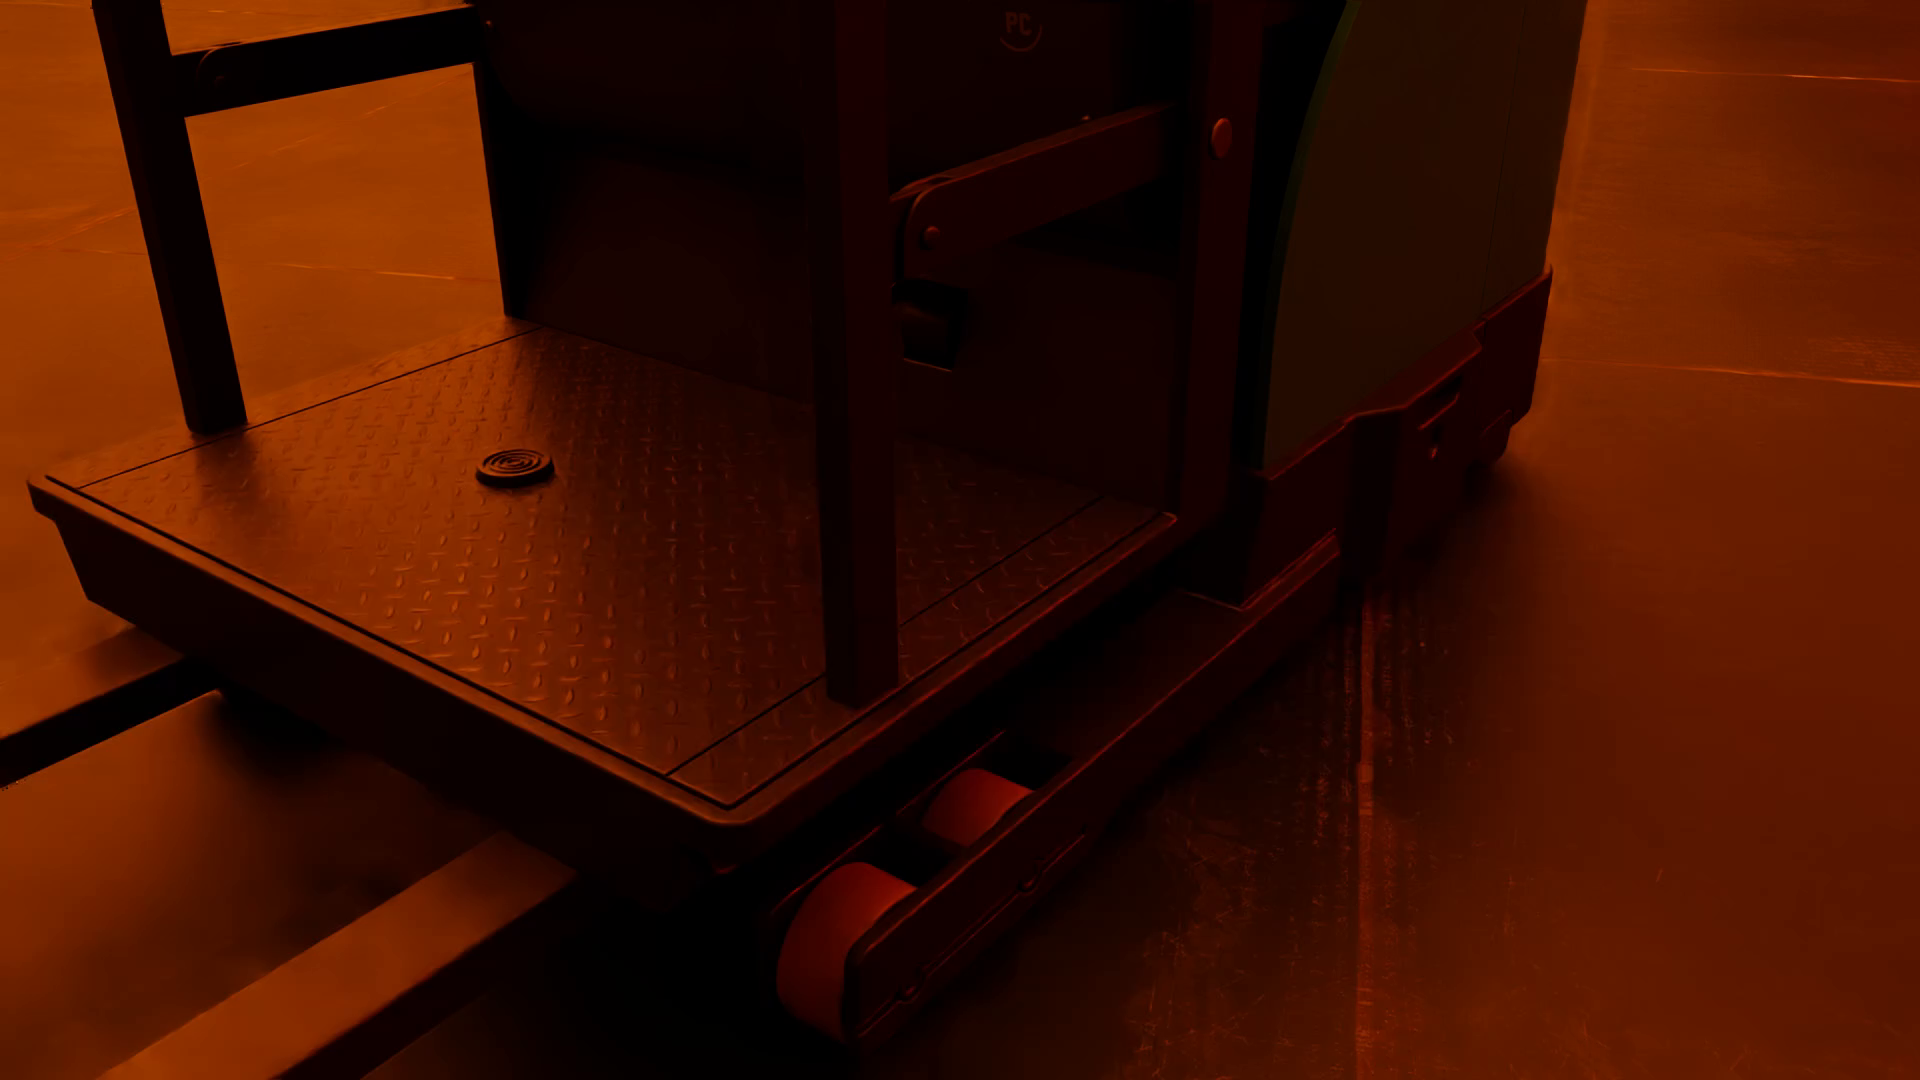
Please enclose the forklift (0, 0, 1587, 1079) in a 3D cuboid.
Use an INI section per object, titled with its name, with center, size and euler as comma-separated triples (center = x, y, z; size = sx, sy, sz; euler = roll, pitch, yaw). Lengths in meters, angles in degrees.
[forklift]
center = -0.324, -1.085, 1.396
size = 1.130, 2.935, 3.031
euler = 19, 32, 32
